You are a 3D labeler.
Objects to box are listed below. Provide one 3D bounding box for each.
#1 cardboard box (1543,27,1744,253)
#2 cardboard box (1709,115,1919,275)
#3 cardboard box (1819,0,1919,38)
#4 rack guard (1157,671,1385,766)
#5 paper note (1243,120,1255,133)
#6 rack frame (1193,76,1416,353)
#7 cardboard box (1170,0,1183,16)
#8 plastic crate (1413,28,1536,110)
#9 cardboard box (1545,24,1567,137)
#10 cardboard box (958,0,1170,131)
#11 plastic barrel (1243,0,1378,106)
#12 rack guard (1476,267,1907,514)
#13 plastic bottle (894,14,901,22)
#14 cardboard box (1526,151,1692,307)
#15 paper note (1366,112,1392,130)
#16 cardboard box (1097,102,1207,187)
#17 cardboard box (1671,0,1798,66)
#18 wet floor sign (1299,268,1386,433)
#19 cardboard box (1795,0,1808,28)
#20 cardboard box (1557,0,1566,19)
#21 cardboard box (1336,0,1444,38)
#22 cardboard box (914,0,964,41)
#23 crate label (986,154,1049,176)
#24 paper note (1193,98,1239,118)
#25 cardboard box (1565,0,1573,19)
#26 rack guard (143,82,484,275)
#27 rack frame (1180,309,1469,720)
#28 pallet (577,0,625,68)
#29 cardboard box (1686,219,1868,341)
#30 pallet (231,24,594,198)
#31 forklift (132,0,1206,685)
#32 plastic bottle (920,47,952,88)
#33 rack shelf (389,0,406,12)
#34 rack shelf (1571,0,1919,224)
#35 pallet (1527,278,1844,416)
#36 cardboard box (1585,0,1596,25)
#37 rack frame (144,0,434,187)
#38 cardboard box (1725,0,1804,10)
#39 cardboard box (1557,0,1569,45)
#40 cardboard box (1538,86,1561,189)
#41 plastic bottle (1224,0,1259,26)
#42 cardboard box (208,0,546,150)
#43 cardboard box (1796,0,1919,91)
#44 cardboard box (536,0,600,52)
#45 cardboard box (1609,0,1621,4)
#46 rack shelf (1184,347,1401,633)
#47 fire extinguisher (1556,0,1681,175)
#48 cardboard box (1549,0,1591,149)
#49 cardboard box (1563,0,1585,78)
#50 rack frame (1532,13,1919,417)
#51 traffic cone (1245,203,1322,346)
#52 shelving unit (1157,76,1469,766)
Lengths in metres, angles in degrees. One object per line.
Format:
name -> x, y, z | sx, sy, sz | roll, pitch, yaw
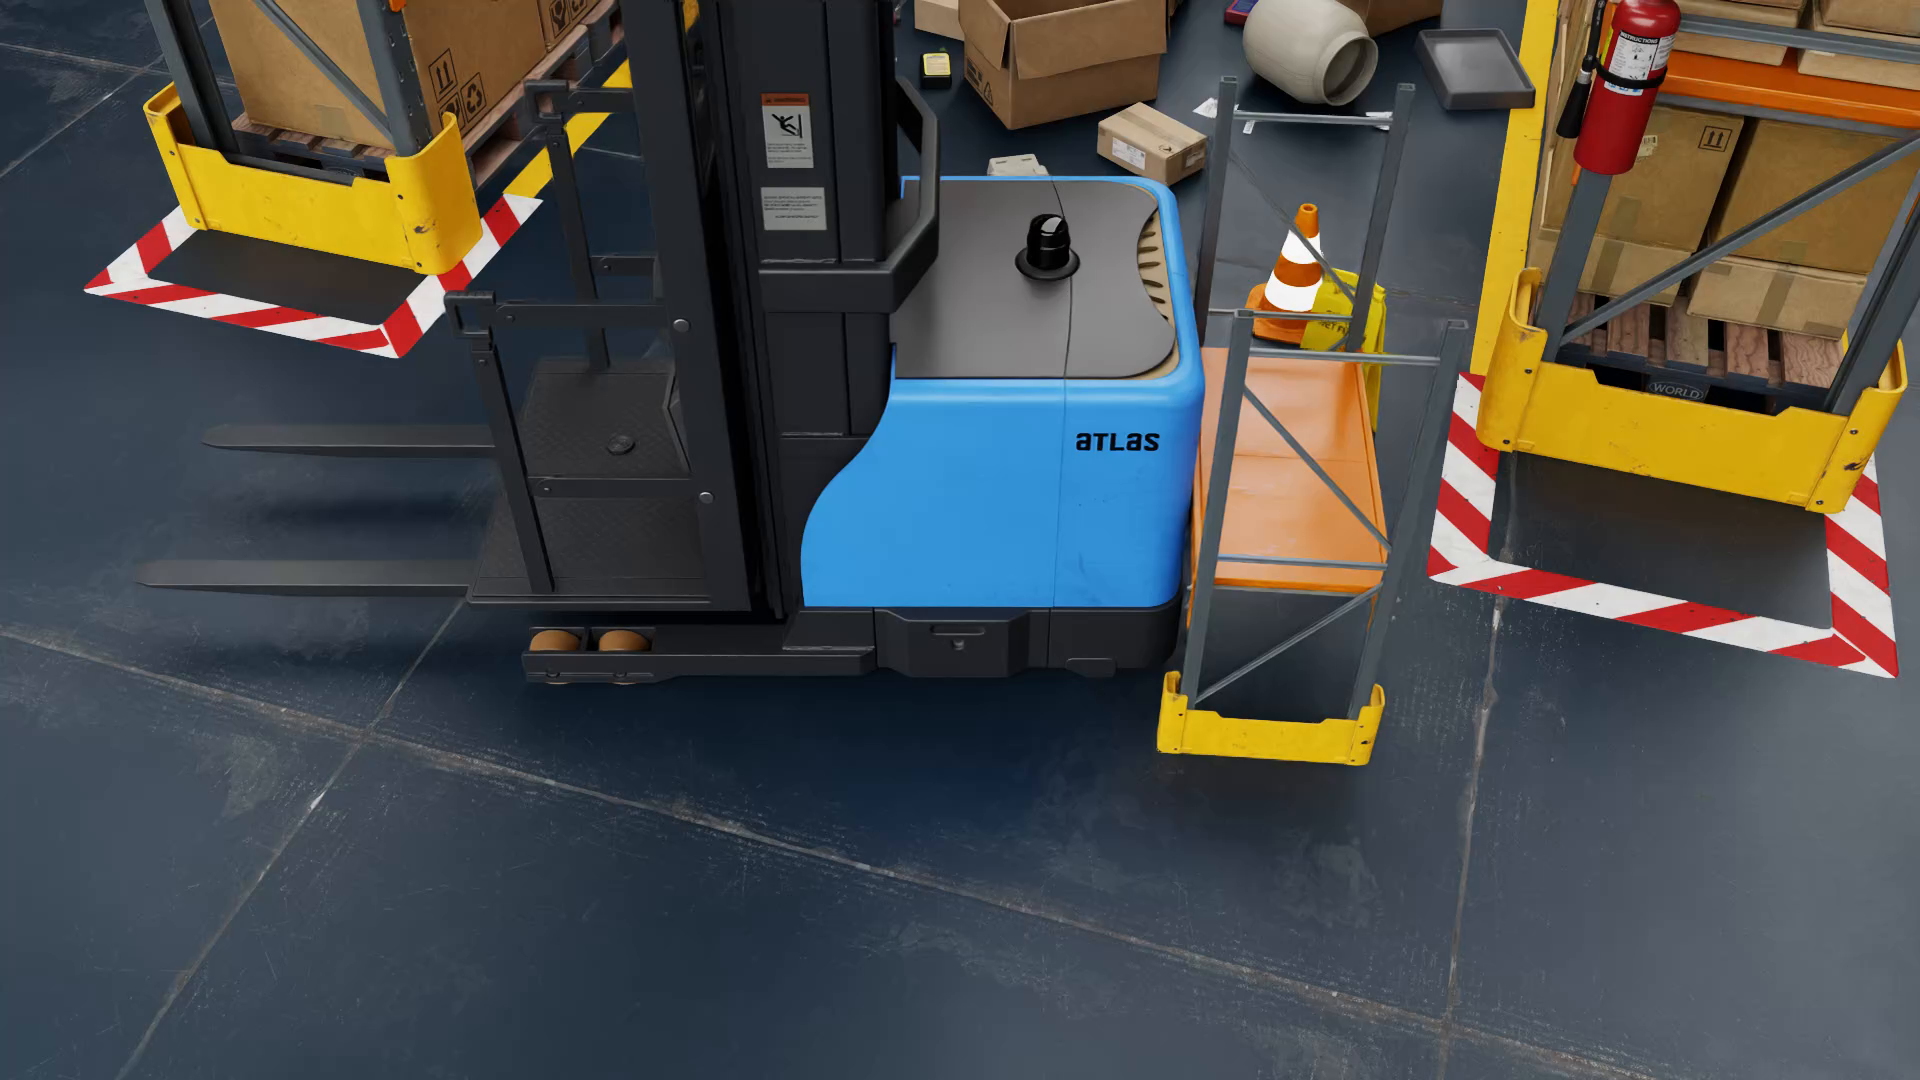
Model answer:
cardboard box -> 2.304, -1.356, 5.621 | 0.500, 0.500, 0.500 | 13, 46, 13
cardboard box -> 2.825, -1.262, 5.525 | 0.500, 0.500, 0.500 | 11, 45, 11
cardboard box -> 2.718, -1.731, 4.590 | 0.500, 0.500, 0.500 | 12, 46, 12
rack guard -> 0.846, 0.491, 4.570 | 0.587, 0.250, 0.087 | 3, 44, 3
paper note -> 1.224, -1.752, 7.033 | 0.032, 0.001, 0.123 | 13, 46, 13
rack frame -> 0.929, -0.651, 4.843 | 0.500, 1.500, 0.032 | 3, 44, 3
cardboard box -> 0.705, -2.820, 7.675 | 0.797, 0.637, 0.503 | 13, 46, 13
plastic crate -> 2.265, -2.081, 7.320 | 0.402, 0.080, 0.583 | -2, 44, -2
cardboard box -> 2.616, -1.788, 6.599 | 0.500, 0.250, 0.500 | 11, 45, 11
cardboard box -> 0.429, -2.146, 7.084 | 0.797, 0.503, 0.637 | -16, 47, -16
plastic barrel -> 1.493, -2.108, 7.102 | 0.421, 0.421, 0.512 | -24, 49, -22
rack guard -> 2.333, -0.489, 5.392 | 1.175, 0.500, 0.348 | 13, 46, 13
plastic bottle -> -0.415, -2.427, 7.687 | 0.283, 0.061, 0.133 | -2, 44, -2
cardboard box -> 2.306, -1.111, 5.906 | 0.500, 0.250, 0.500 | 12, 46, 12
paper note -> 1.807, -1.784, 7.051 | 0.142, 0.019, 0.148 | -2, 44, -2
cardboard box -> 0.782, -1.614, 6.793 | 0.250, 0.149, 0.380 | -33, 53, -29
cardboard box -> 2.220, -1.536, 4.855 | 0.380, 0.149, 0.250 | 14, 46, 14
wet floor sign -> 1.233, -0.590, 5.392 | 0.267, 0.644, 0.232 | 28, 51, 26
cardboard box -> 2.673, -1.596, 4.916 | 0.380, 0.149, 0.250 | 13, 46, 13
cardboard box -> 2.935, -2.471, 7.296 | 0.500, 0.250, 0.500 | 15, 46, 15
cardboard box -> 1.900, -2.679, 7.629 | 0.500, 0.500, 0.500 | -24, 49, -22
cardboard box -> 0.008, -2.466, 7.580 | 0.396, 0.266, 0.258 | 20, 48, 19
crate label -> 0.229, -1.414, 6.597 | 0.250, 0.136, 0.298 | -9, 45, -9
paper note -> 1.100, -1.852, 7.129 | 0.148, 0.019, 0.142 | 28, 51, 26
cardboard box -> 2.776, -2.393, 6.680 | 0.500, 0.500, 0.500 | 15, 46, 15
rack guard -> -2.445, -1.403, 6.327 | 1.175, 0.500, 0.348 | 13, 46, 13
rack frame -> 0.845, 0.058, 4.119 | 0.500, 1.500, 0.032 | 3, 44, 3
pallet -> -1.899, -2.676, 7.834 | 1.003, 0.211, 1.213 | 13, 46, 13
cardboard box -> 2.818, -0.978, 5.770 | 0.500, 0.250, 0.500 | 12, 46, 12
pallet -> -2.270, -1.865, 7.006 | 1.003, 0.211, 1.213 | 13, 46, 13
forklift -> -0.883, -0.999, 4.176 | 3.031, 2.935, 1.130 | 0, 44, 0
plastic bottle -> -0.108, -2.091, 7.343 | 0.133, 0.061, 0.283 | -2, 44, -2
rack shelf -> -1.832, -3.389, 7.083 | 1.077, 0.370, 4.000 | 13, 46, 13
rack shelf -> 2.916, -2.408, 6.080 | 1.077, 0.370, 4.000 | 13, 46, 13
pallet -> 2.613, -0.920, 6.039 | 1.003, 0.211, 1.213 | 13, 46, 13
cardboard box -> 2.352, -1.847, 5.658 | 0.380, 0.149, 0.250 | 14, 46, 14
rack frame -> -2.438, -2.313, 5.469 | 1.000, 3.000, 0.127 | 13, 46, 13
cardboard box -> 2.212, -1.894, 4.756 | 0.500, 0.500, 0.500 | 12, 46, 12
cardboard box -> 2.777, -2.117, 6.934 | 0.500, 0.250, 0.500 | 12, 46, 12
cardboard box -> 2.463, -1.438, 6.241 | 0.500, 0.250, 0.500 | 13, 46, 13
plastic bottle -> 1.343, -2.485, 7.745 | 0.133, 0.061, 0.283 | 20, 48, 19
cardboard box -> -2.296, -2.169, 6.541 | 0.875, 0.875, 0.875 | 13, 46, 13
cardboard box -> 2.610, -1.424, 4.741 | 0.380, 0.149, 0.250 | 13, 46, 13
cardboard box -> -2.031, -2.756, 7.141 | 0.875, 0.875, 0.875 | 12, 46, 12
cardboard box -> 2.191, -1.729, 5.052 | 0.380, 0.149, 0.250 | 12, 46, 12
rack shelf -> 0.887, -0.168, 4.607 | 0.538, 0.185, 1.000 | 3, 44, 3
fire extinguisher -> 1.836, -1.325, 4.515 | 0.296, 0.674, 0.183 | 13, 46, 13
cardboard box -> 2.459, -1.705, 5.977 | 0.500, 0.500, 0.500 | 14, 46, 14
cardboard box -> 2.619, -2.040, 6.319 | 0.500, 0.500, 0.500 | 12, 46, 12
rack frame -> 2.310, -1.332, 4.466 | 1.000, 3.000, 0.127 | 13, 46, 13
traffic cone -> 1.211, -0.985, 5.925 | 0.336, 0.463, 0.334 | 13, 46, 13
shelving unit -> 0.888, -0.303, 4.487 | 0.587, 1.500, 1.083 | 3, 44, 3
